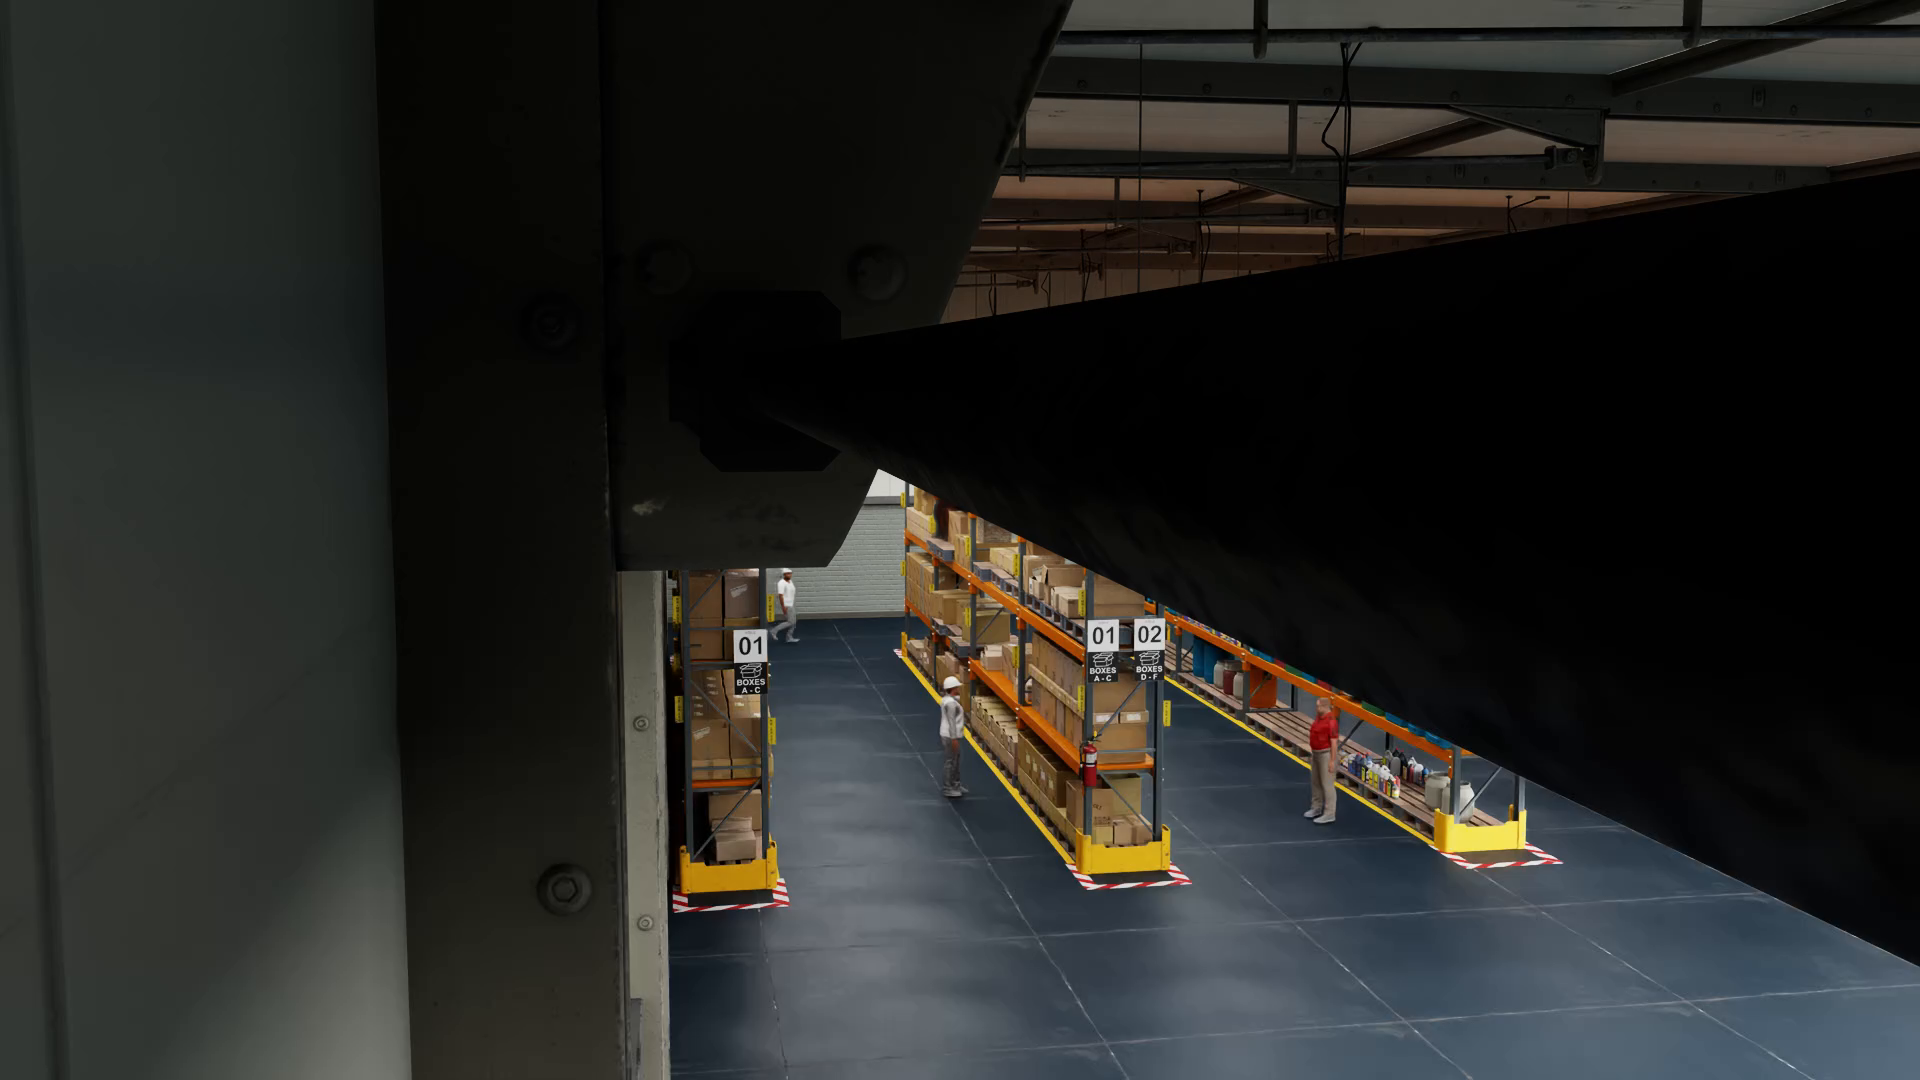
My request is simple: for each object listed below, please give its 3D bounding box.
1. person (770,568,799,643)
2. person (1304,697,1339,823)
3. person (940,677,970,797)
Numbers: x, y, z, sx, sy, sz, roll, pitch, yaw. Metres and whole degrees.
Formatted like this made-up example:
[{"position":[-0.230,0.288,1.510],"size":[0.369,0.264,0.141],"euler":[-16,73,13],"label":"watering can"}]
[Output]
[{"position":[-4.034,1.495,38.155],"size":[0.677,1.738,0.595],"euler":[-1,6,-6],"label":"person"},{"position":[5.063,3.054,23.279],"size":[0.418,1.733,0.579],"euler":[-1,6,-14],"label":"person"},{"position":[-0.066,2.917,24.588],"size":[0.463,1.804,0.587],"euler":[0,6,-4],"label":"person"}]
